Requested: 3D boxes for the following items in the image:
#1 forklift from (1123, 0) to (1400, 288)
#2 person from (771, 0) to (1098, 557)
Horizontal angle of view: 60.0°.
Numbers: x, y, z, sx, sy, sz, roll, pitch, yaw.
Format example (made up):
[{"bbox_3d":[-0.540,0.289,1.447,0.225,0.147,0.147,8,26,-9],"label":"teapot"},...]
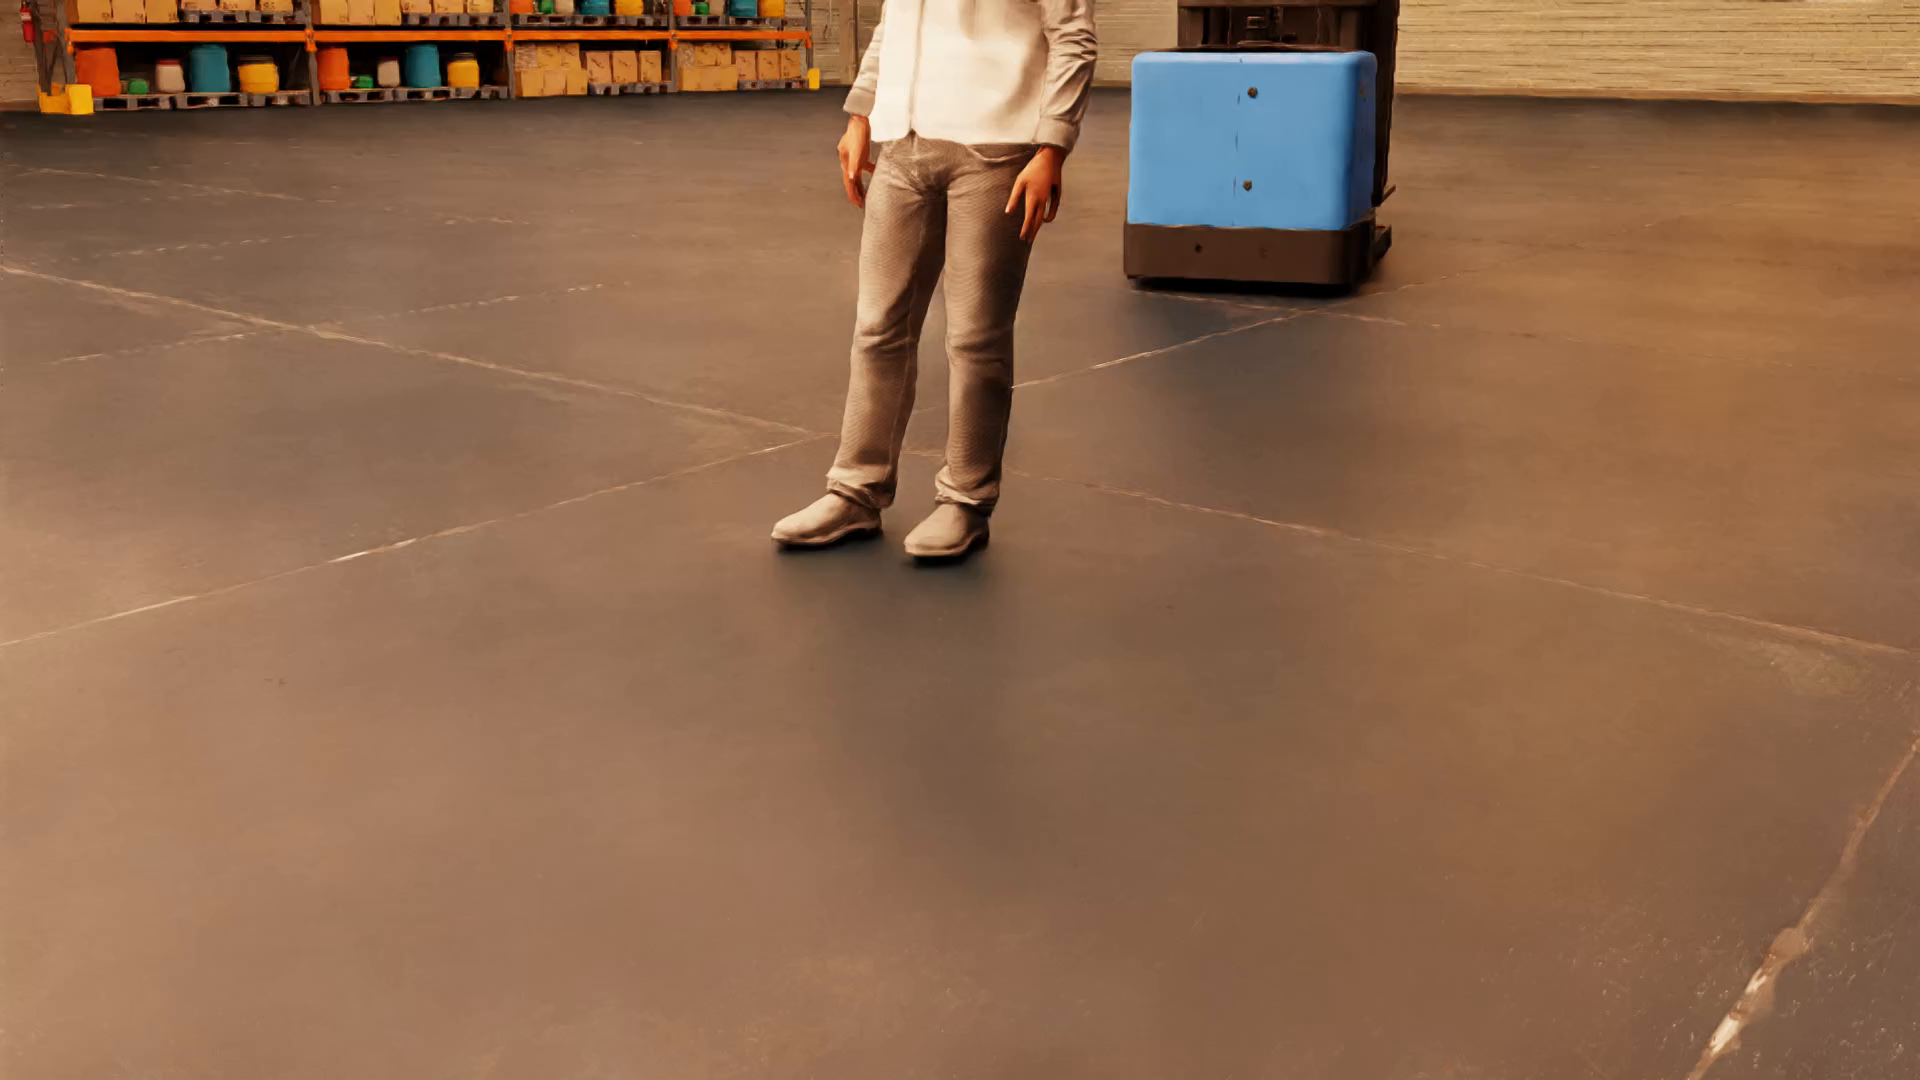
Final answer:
[{"bbox_3d":[1.732,-2.942,8.588,1.130,2.935,3.031,6,18,18],"label":"forklift"},{"bbox_3d":[-0.046,-0.843,3.641,0.632,1.773,0.567,13,21,37],"label":"person"}]
